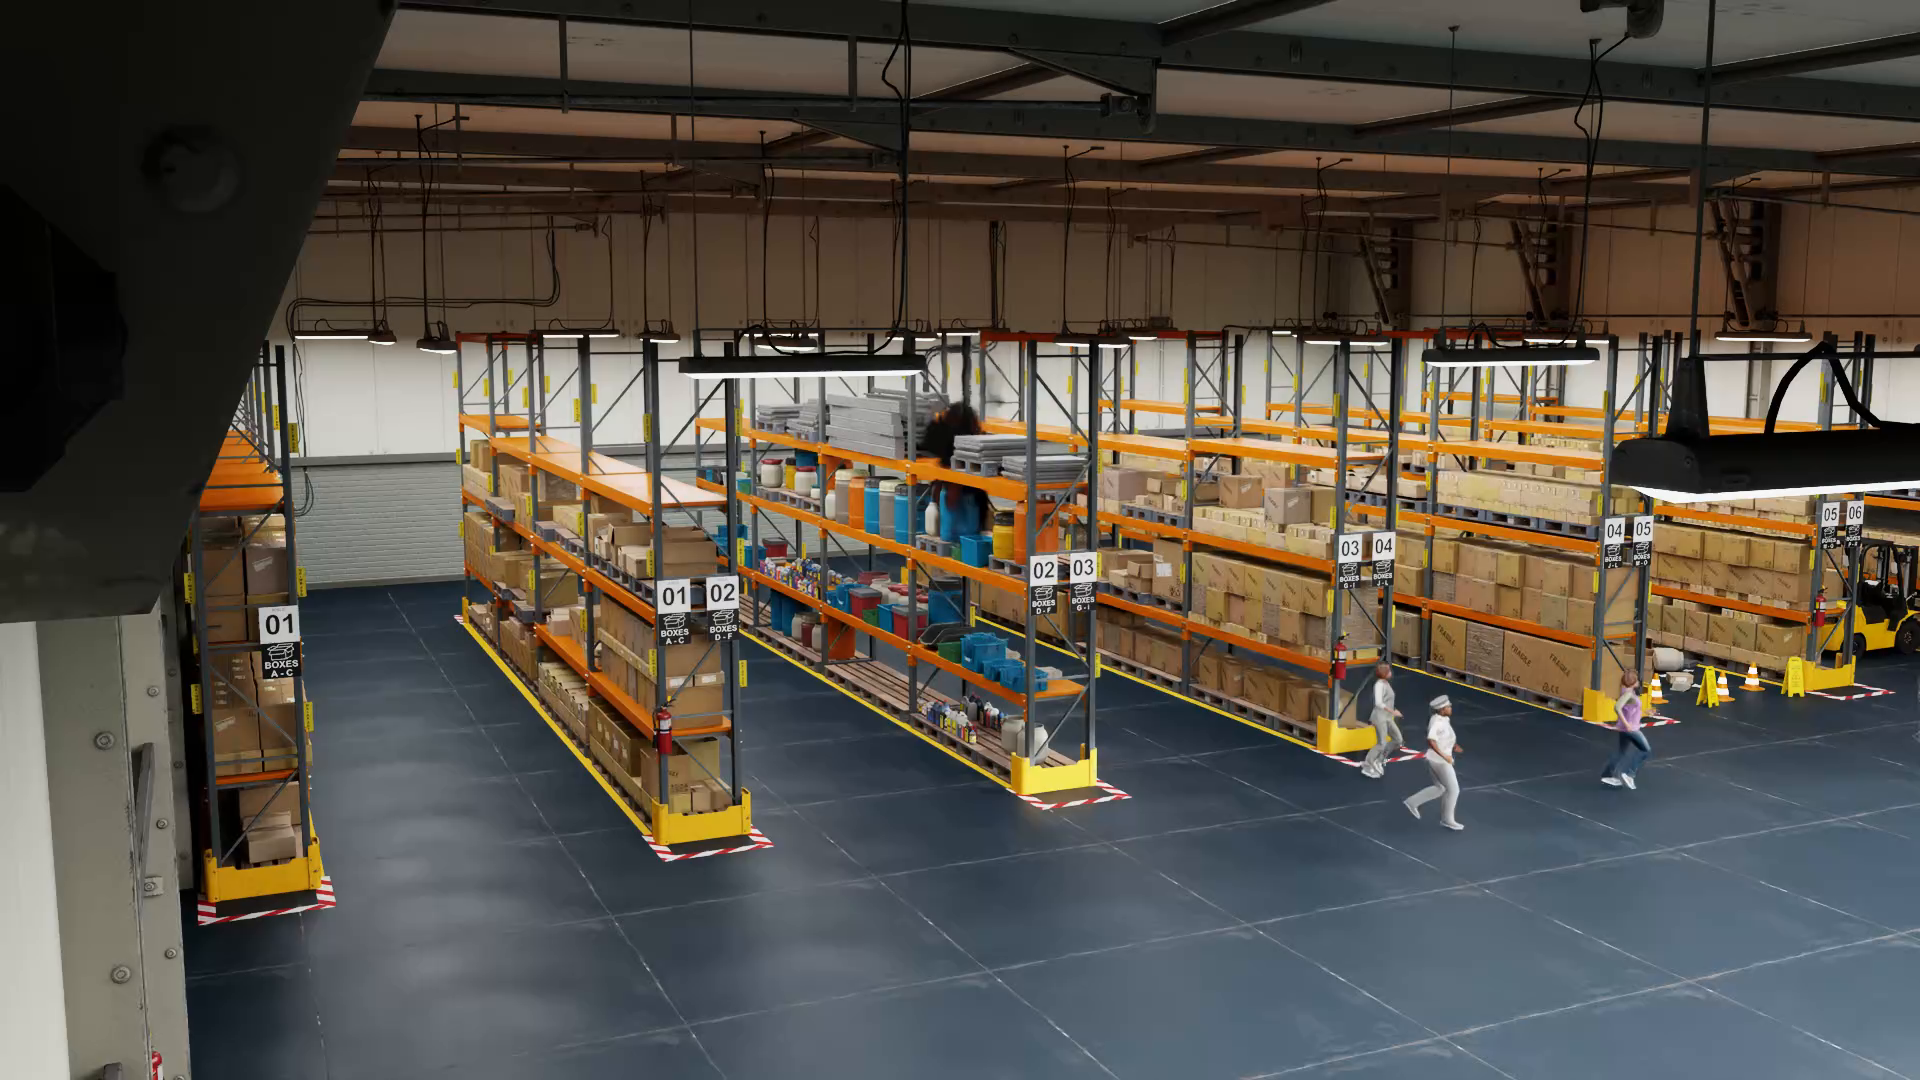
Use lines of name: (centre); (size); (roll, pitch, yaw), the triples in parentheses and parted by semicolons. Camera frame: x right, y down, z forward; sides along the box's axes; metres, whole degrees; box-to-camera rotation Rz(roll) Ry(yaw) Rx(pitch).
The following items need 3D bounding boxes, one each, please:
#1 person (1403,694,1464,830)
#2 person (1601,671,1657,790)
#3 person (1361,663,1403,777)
person: (5.892, 2.739, 20.570); (0.737, 1.697, 0.586); (1, 8, 8)
person: (8.961, 2.549, 22.245); (0.667, 1.597, 0.505); (1, 8, 9)
person: (5.894, 2.480, 22.915); (0.446, 1.556, 0.617); (4, 9, 27)
